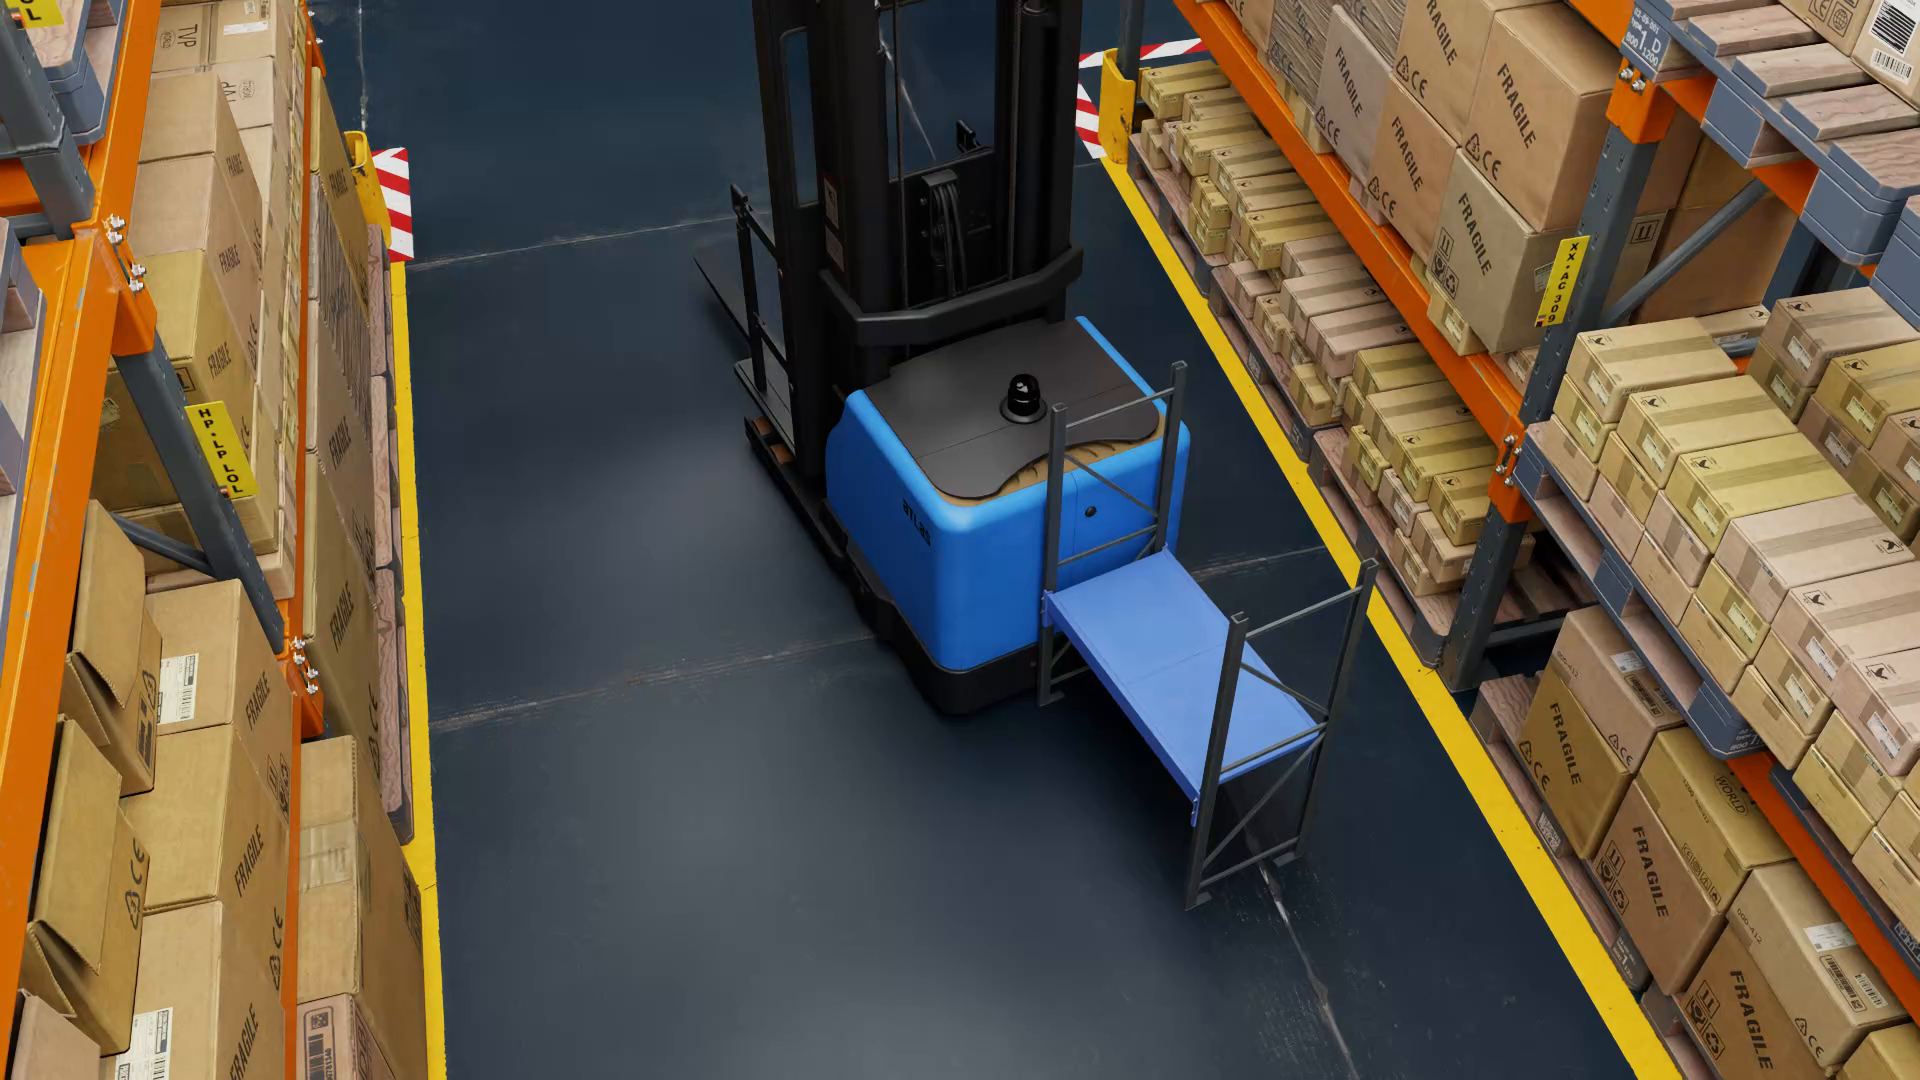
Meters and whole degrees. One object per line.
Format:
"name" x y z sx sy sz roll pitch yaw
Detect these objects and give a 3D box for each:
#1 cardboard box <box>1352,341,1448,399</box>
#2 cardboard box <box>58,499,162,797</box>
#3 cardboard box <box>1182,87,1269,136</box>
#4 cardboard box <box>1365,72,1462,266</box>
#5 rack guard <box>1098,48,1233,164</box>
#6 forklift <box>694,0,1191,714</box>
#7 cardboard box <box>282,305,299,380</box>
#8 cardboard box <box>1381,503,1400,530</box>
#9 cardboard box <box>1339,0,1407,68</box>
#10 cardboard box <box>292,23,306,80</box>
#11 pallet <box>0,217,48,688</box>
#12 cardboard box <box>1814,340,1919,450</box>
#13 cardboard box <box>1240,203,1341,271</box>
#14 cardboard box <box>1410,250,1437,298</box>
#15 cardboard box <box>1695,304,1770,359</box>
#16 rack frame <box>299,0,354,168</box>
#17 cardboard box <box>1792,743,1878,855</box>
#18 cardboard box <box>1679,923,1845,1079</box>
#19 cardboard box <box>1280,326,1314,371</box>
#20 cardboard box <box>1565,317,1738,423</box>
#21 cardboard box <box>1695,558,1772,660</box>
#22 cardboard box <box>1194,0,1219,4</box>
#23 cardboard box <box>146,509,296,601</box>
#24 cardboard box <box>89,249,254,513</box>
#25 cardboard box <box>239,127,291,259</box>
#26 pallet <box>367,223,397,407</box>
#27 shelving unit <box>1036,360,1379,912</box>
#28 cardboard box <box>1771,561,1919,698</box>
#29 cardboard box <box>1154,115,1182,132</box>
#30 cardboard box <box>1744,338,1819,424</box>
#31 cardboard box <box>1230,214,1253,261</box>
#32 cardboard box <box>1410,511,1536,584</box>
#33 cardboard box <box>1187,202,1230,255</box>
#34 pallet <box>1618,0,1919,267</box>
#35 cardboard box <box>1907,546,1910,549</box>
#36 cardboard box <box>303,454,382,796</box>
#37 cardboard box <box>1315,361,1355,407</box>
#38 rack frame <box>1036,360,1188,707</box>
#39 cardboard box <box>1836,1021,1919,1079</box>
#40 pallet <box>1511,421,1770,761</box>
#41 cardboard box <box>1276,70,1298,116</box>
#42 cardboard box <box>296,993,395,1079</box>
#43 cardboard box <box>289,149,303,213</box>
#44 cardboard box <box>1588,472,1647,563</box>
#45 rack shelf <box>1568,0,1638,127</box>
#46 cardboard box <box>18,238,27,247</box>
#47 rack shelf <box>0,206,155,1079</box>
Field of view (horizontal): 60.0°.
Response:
"cardboard box" 1.850 -0.675 6.847 0.380 0.149 0.250 -9 46 -9
"cardboard box" -2.291 0.304 3.830 0.797 0.503 0.637 -12 47 -11
"cardboard box" 1.327 -2.113 8.257 0.380 0.149 0.250 -10 46 -10
"cardboard box" 1.829 -1.367 5.961 0.500 0.500 0.500 -12 47 -11
"rack guard" 1.353 -2.421 9.023 1.175 0.500 0.348 -11 47 -10
"forklift" -0.293 -1.425 6.345 1.130 2.935 3.031 -21 49 -19
"cardboard box" -2.487 -0.647 5.711 0.380 0.149 0.250 -11 47 -11
"cardboard box" 1.943 -0.139 6.738 0.380 0.149 0.250 -10 46 -9
"cardboard box" 1.721 -2.062 5.943 0.500 0.500 0.500 -10 46 -9
"cardboard box" -3.009 -2.058 7.093 0.380 0.149 0.250 -10 46 -10
"pallet" -2.180 -0.108 3.040 0.805 0.209 1.217 -12 47 -12
"cardboard box" 2.719 -0.427 4.784 0.380 0.149 0.250 -12 47 -12
"cardboard box" 1.496 -1.377 7.535 0.380 0.149 0.250 -10 46 -10
"cardboard box" 1.877 -1.006 6.063 0.380 0.149 0.250 -9 46 -9
"cardboard box" 2.602 -0.754 5.815 0.380 0.149 0.250 -9 46 -9
"rack frame" -3.487 -2.511 7.361 1.000 3.000 0.127 -11 47 -10
"cardboard box" 2.354 0.611 4.183 0.380 0.149 0.250 -11 47 -11
"cardboard box" 2.575 1.424 4.961 0.500 0.500 0.500 -10 46 -10
"cardboard box" 1.661 -0.851 7.437 0.380 0.149 0.250 -10 46 -10
"cardboard box" 2.014 -0.498 4.854 0.380 0.149 0.250 -9 46 -8
"cardboard box" 2.216 0.143 4.434 0.380 0.149 0.250 -13 47 -12
"cardboard box" 1.222 -2.613 7.637 0.380 0.149 0.250 -12 47 -11
"cardboard box" -2.217 0.074 5.004 0.380 0.149 0.250 -11 47 -10
"cardboard box" -2.338 -0.441 4.704 0.500 0.500 0.500 -11 47 -10
"cardboard box" -2.709 -1.216 5.989 0.500 0.250 0.500 -11 47 -10
"pallet" -3.206 -0.997 7.830 1.003 0.211 1.213 -11 47 -10
"shelving unit" 0.755 0.346 5.612 0.538 1.500 1.048 -20 49 -19
"cardboard box" 2.282 0.221 4.150 0.380 0.149 0.250 -11 47 -11
"cardboard box" 1.220 -2.193 8.543 0.380 0.149 0.250 -9 46 -9
"cardboard box" 2.651 -0.511 5.075 0.380 0.149 0.250 -9 46 -9
"cardboard box" 1.504 -1.478 7.842 0.380 0.149 0.250 -13 47 -12
"cardboard box" 1.970 0.001 6.393 0.380 0.149 0.250 -10 46 -10
"cardboard box" 1.335 -1.544 8.116 0.380 0.149 0.250 -10 46 -10
"pallet" 2.413 -1.125 4.034 1.213 0.211 1.003 -11 47 -10
"cardboard box" 2.844 0.117 4.667 0.380 0.149 0.250 -13 47 -12
"cardboard box" -2.554 0.377 5.725 0.875 0.875 0.875 -11 47 -10
"cardboard box" 1.750 -0.729 7.109 0.380 0.149 0.250 -10 46 -9
"rack frame" 0.520 0.024 5.927 0.500 1.500 0.032 -20 49 -19
"cardboard box" 2.699 1.516 4.346 0.500 0.250 0.500 -10 46 -9
"pallet" 2.413 0.035 5.001 1.003 0.211 1.213 -11 47 -10
"cardboard box" 1.549 -1.909 6.947 0.380 0.149 0.250 -9 46 -9
"cardboard box" -2.050 1.902 4.230 1.225 0.875 0.875 -12 47 -12
"cardboard box" -2.747 -1.354 6.403 0.380 0.149 0.250 -11 47 -10
"cardboard box" 2.091 -0.099 4.879 0.380 0.149 0.250 -10 46 -10
"rack shelf" 1.846 -2.765 6.014 1.077 0.370 4.000 -11 47 -10
"cardboard box" -2.963 -0.679 4.937 0.500 0.500 0.500 -10 46 -10
"rack shelf" -1.951 0.833 2.487 1.077 0.370 4.000 -11 47 -10
